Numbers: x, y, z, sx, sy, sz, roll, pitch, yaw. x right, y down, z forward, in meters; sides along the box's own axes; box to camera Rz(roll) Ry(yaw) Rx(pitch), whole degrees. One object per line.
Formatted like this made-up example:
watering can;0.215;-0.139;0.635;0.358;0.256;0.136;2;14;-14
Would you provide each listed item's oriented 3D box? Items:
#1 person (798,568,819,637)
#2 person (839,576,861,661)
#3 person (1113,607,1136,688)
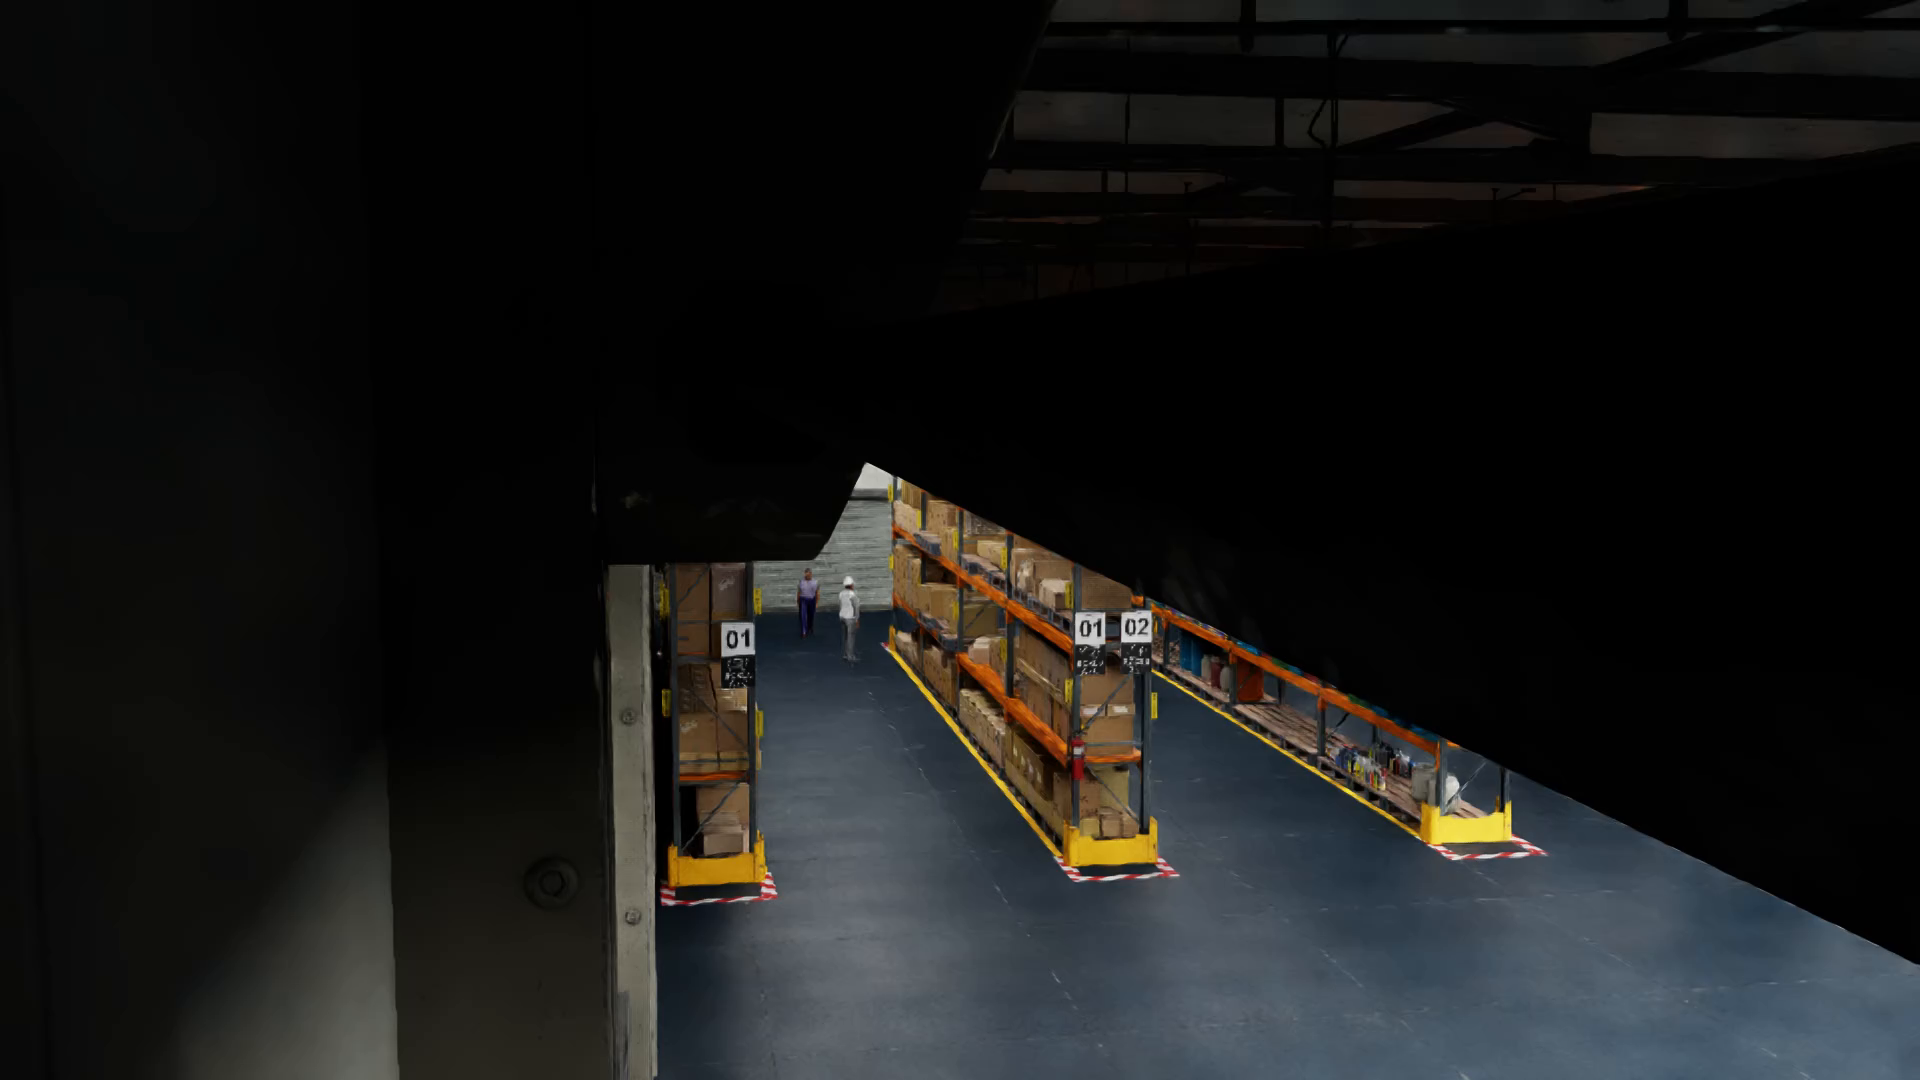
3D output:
person;-3.470;1.410;38.165;0.479;1.563;1.064;-1;6;-12
person;-2.295;1.648;35.053;0.450;1.776;0.584;-6;8;-42
person;3.191;2.044;32.027;0.682;1.676;0.535;-1;6;-11
